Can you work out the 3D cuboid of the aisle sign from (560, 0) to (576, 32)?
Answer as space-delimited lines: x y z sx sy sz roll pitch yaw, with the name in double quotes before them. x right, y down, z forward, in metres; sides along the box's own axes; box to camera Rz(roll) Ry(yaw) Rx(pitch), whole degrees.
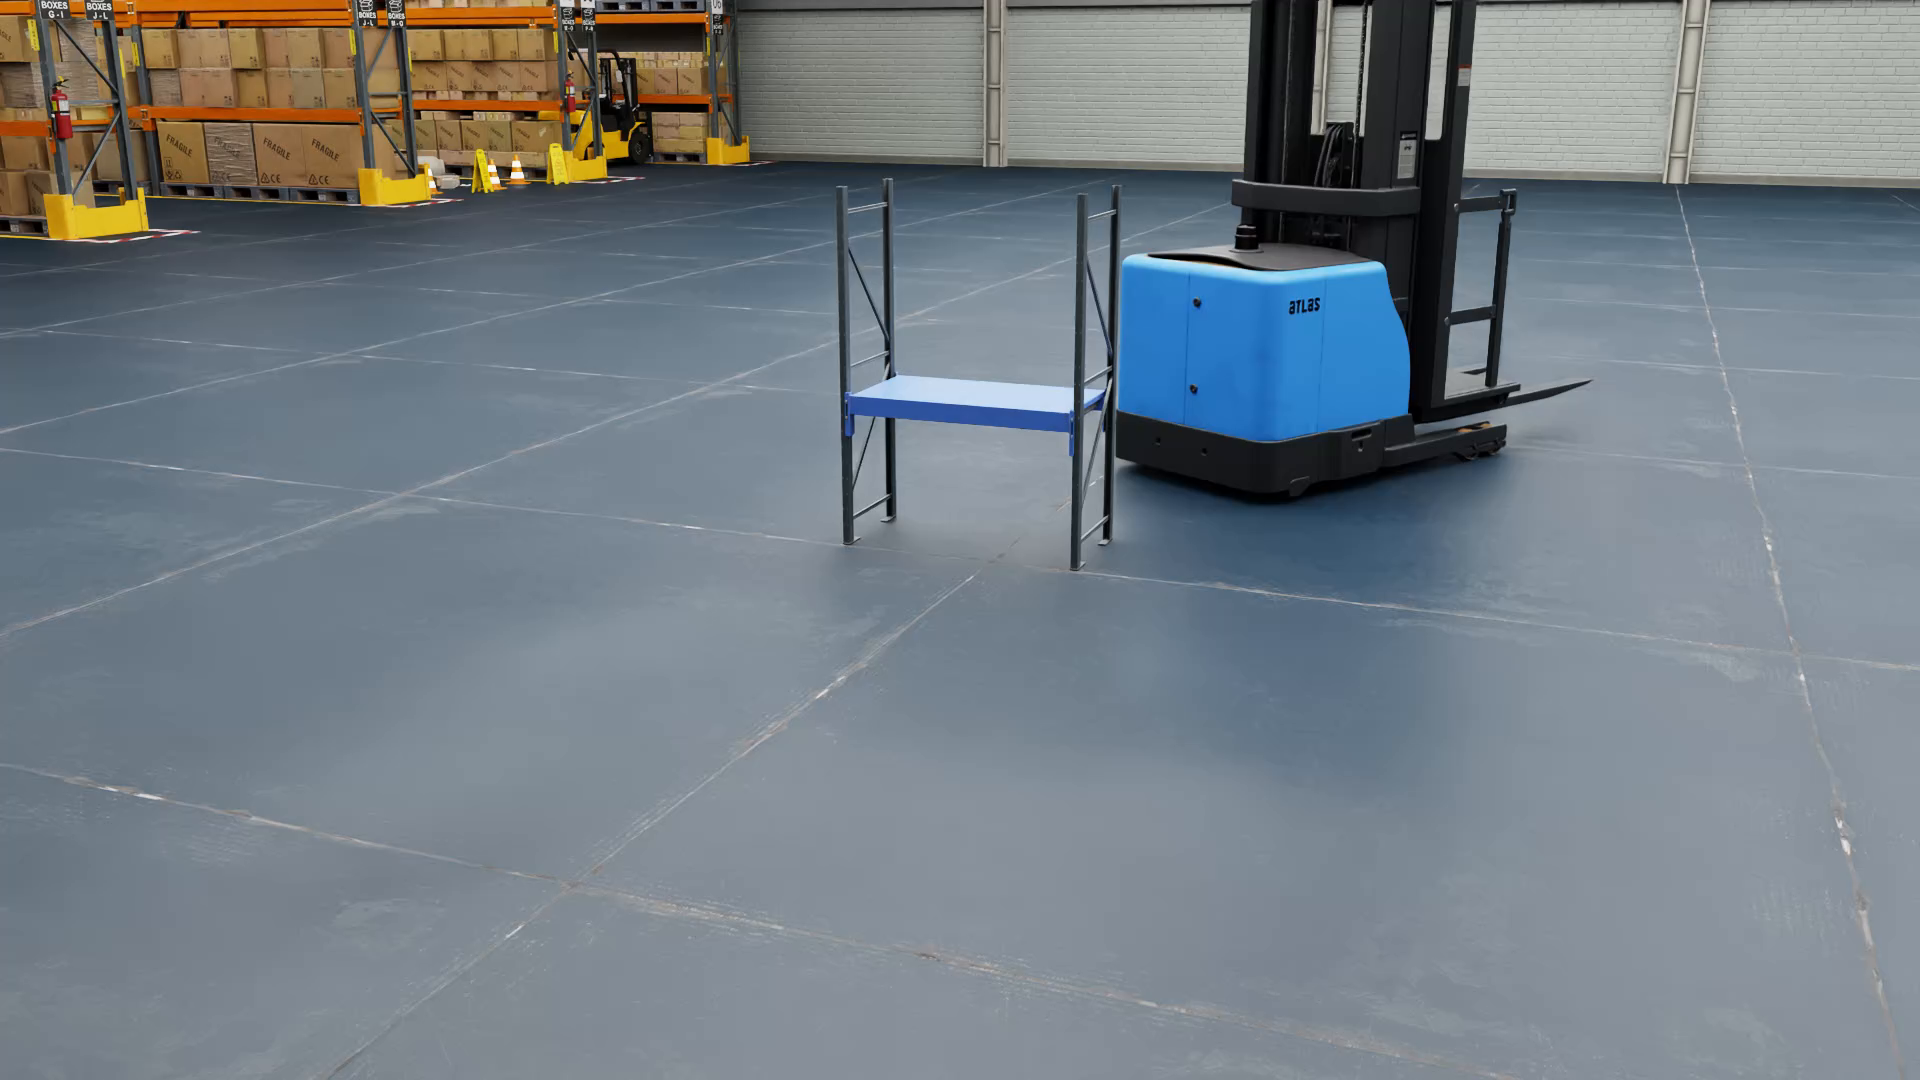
"aisle sign" -6.453 -8.766 27.325 0.004 0.787 0.394 6 17 21

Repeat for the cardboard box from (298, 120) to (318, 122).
"cardboard box" -13.940 -8.849 36.004 0.500 0.500 0.500 6 17 19

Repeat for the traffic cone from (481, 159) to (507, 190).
"traffic cone" -7.368 -5.767 26.210 0.334 0.463 0.336 6 17 21

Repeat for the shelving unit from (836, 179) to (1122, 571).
"shelving unit" 0.079 -0.712 6.934 1.048 1.500 0.538 6 17 21

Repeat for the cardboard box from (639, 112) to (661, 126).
"cardboard box" -6.079 -8.314 32.817 0.500 0.250 0.500 7 17 21

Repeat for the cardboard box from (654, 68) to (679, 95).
"cardboard box" -5.620 -8.972 32.520 0.500 0.500 0.500 7 18 22

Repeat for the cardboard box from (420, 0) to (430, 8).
"cardboard box" -8.968 -9.128 28.307 0.250 0.149 0.380 6 17 19

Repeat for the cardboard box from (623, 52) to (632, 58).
"cardboard box" -6.426 -9.526 32.731 0.250 0.149 0.380 7 17 21

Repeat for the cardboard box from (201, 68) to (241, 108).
"cardboard box" -10.521 -6.615 24.311 0.550 0.550 0.875 6 17 21

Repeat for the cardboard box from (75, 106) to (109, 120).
"cardboard box" -10.218 -4.999 19.464 0.250 0.149 0.380 6 17 21

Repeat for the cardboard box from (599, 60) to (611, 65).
"cardboard box" -6.927 -9.416 32.885 0.250 0.149 0.380 6 17 19

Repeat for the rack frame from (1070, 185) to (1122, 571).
"rack frame" 0.552 -0.660 6.755 0.032 1.500 0.500 6 17 21

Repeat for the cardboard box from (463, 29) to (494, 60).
"cardboard box" -7.940 -8.345 28.031 0.500 0.500 0.700 6 17 20

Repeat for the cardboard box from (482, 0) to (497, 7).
"cardboard box" -7.777 -8.992 27.838 0.250 0.149 0.380 6 17 20

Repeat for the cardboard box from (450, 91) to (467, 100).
"cardboard box" -8.518 -7.620 28.492 0.250 0.149 0.380 6 17 20

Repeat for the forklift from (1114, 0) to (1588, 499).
"forklift" 2.207 -1.913 8.506 3.031 2.935 1.130 -13 20 -37

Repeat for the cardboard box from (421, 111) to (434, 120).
"cardboard box" -9.102 -7.350 28.781 0.250 0.149 0.380 7 18 23

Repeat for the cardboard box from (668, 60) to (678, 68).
"cardboard box" -5.479 -9.270 32.381 0.250 0.149 0.380 7 17 22

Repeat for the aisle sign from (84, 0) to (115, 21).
"aisle sign" -9.872 -6.349 18.999 0.004 0.787 0.394 6 17 21

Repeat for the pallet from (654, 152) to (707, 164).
"pallet" -5.313 -7.615 33.025 1.213 0.211 1.003 6 17 21

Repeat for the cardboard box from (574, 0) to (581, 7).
"cardboard box" -6.593 -9.037 27.992 0.250 0.149 0.380 6 17 21

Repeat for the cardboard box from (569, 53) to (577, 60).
"cardboard box" -7.603 -9.662 33.197 0.250 0.149 0.380 6 17 20

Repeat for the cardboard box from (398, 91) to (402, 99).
"cardboard box" -9.696 -7.760 28.973 0.250 0.149 0.380 7 18 22

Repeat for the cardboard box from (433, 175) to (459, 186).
"cardboard box" -8.364 -5.840 27.023 0.380 0.149 0.250 -12 20 -37

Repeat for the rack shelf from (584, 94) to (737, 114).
"rack shelf" -6.447 -8.746 33.209 4.000 0.370 1.077 6 17 21

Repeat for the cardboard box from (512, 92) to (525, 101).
"cardboard box" -7.337 -7.490 28.044 0.250 0.149 0.380 6 17 20

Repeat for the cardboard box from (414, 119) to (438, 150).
"cardboard box" -9.173 -7.067 28.971 0.500 0.500 0.500 7 18 23

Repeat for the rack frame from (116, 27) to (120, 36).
"rack frame" -19.470 -10.523 38.042 0.127 3.000 1.000 6 17 21

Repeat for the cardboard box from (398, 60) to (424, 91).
"cardboard box" -9.342 -8.036 28.762 0.500 0.500 0.500 6 17 20

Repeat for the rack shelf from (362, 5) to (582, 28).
"rack shelf" -8.264 -8.898 28.355 4.000 0.370 1.077 6 17 21

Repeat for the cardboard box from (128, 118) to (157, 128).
"cardboard box" -15.286 -7.783 31.661 0.875 0.875 0.875 7 17 21

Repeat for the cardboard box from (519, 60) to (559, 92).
"cardboard box" -7.010 -7.774 27.858 0.500 0.500 0.500 6 17 20

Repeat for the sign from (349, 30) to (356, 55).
"sign" -8.338 -6.835 22.836 0.005 0.325 0.100 6 17 21

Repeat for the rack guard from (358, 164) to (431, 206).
"rack guard" -8.104 -5.102 23.851 0.348 0.500 1.175 6 17 21

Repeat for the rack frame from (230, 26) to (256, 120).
"rack frame" -15.749 -10.114 36.632 0.127 3.000 1.000 6 17 21

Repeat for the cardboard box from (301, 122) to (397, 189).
"cardboard box" -8.781 -5.538 23.928 0.875 0.875 0.875 6 17 21

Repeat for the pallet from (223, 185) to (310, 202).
"pallet" -10.030 -5.152 24.543 1.213 0.211 1.003 6 17 21

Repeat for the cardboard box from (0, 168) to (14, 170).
"cardboard box" -11.759 -4.219 20.058 0.500 0.500 0.500 8 18 26

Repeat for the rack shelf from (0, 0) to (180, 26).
"rack shelf" -13.708 -8.014 25.307 4.000 0.370 1.077 6 17 21

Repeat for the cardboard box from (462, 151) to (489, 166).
"cardboard box" -8.222 -6.600 28.707 0.500 0.250 0.500 6 17 19

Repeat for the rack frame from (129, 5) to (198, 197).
"rack frame" -11.847 -6.714 24.920 0.127 3.000 1.000 6 17 21

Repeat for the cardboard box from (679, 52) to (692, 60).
"cardboard box" -5.238 -9.388 32.255 0.250 0.149 0.380 6 17 21

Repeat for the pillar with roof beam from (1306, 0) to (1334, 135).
"pillar with roof beam" 4.680 -9.729 24.544 0.400 9.000 9.100 6 17 21

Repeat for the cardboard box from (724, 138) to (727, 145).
"cardboard box" -4.971 -7.869 33.077 0.500 0.250 0.500 6 17 21

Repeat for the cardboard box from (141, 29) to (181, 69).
"cardboard box" -11.517 -7.258 24.588 0.550 0.550 0.875 6 17 21

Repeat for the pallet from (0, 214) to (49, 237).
"pallet" -10.854 -3.790 19.848 1.213 0.211 1.003 6 17 21

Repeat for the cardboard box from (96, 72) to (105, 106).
"cardboard box" -12.901 -6.798 25.029 0.500 0.500 0.500 6 17 20

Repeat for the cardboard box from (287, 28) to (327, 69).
"cardboard box" -9.003 -6.976 23.616 0.550 0.550 0.875 6 17 21
